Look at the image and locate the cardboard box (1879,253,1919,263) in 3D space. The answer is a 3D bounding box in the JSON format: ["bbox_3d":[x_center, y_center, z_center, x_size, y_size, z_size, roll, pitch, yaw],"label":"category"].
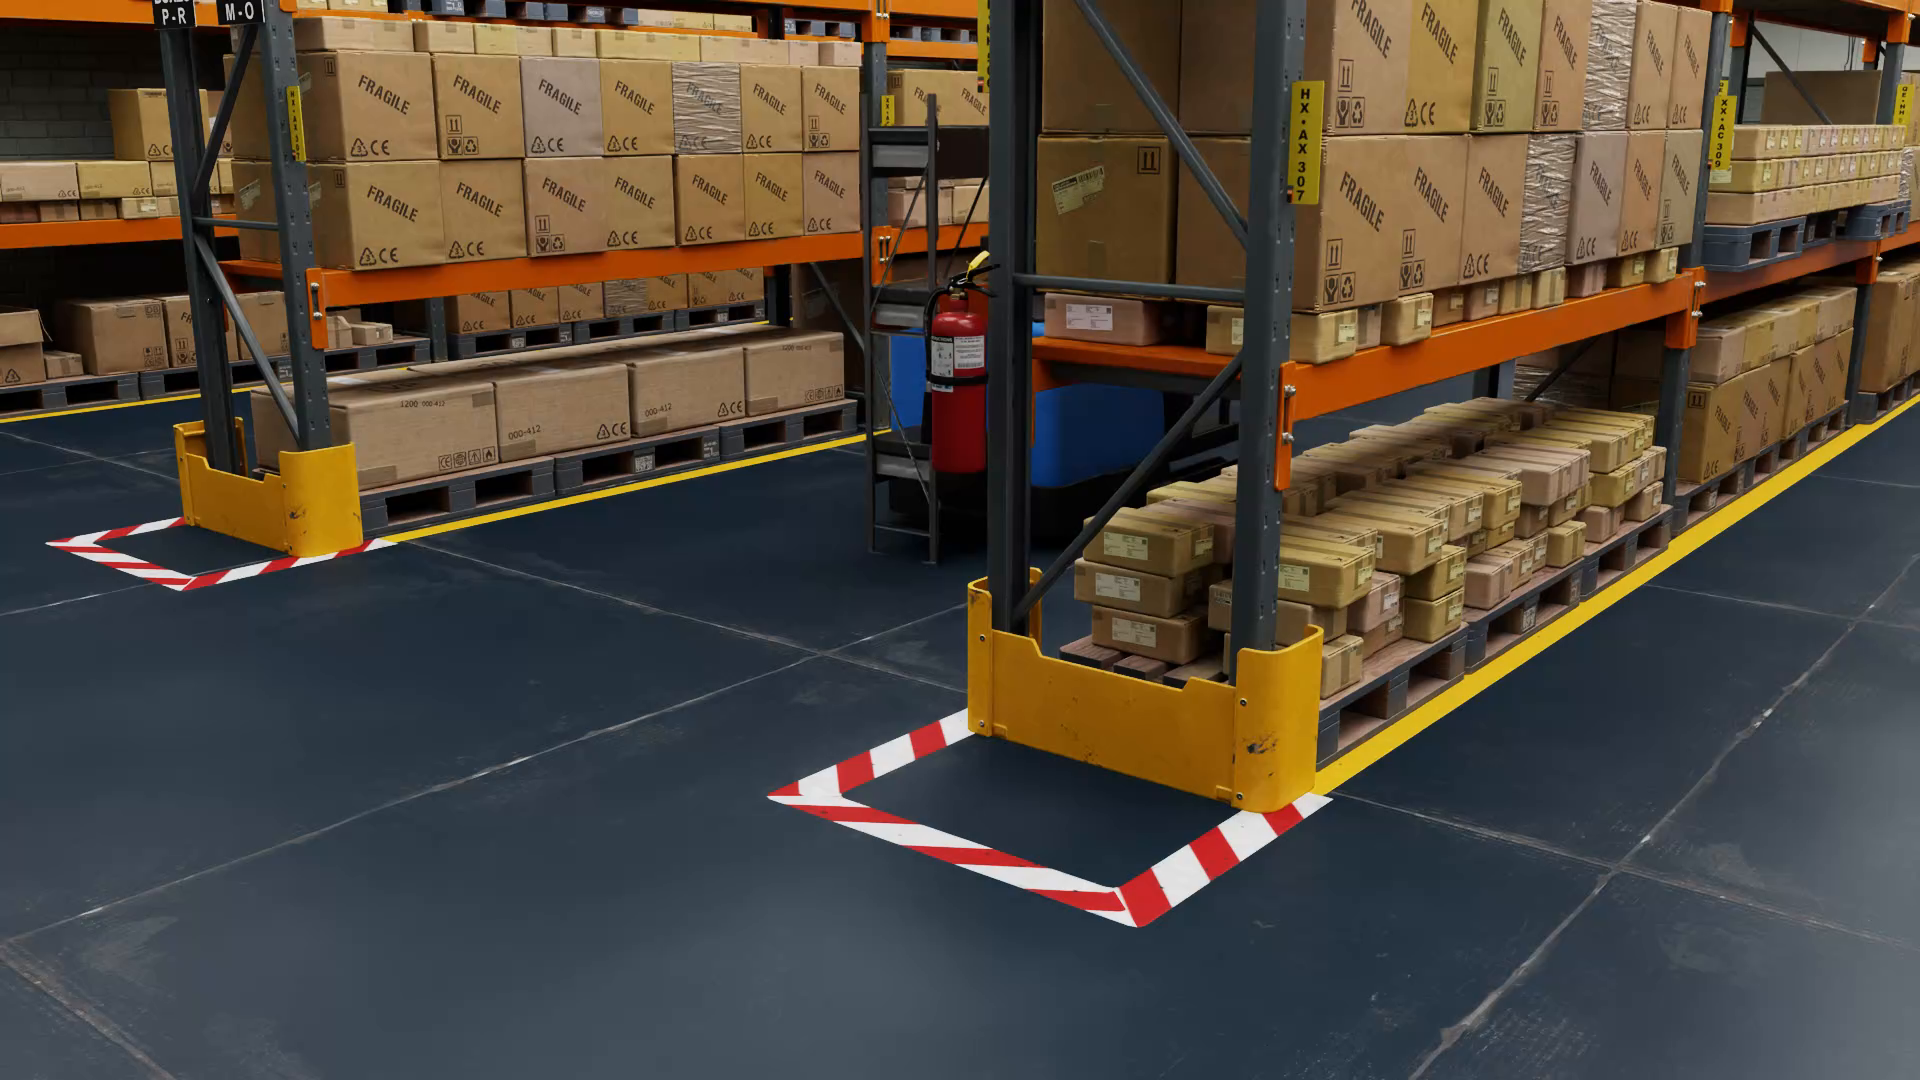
[{"bbox_3d":[7.127,-1.839,12.986,1.050,0.750,0.750,11,18,38],"label":"cardboard box"}]

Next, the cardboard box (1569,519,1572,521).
[{"bbox_3d":[2.442,-0.076,7.266,0.380,0.149,0.250,11,18,36],"label":"cardboard box"}]

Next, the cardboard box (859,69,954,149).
[{"bbox_3d":[-0.385,-2.830,10.938,0.500,0.500,0.500,12,18,38],"label":"cardboard box"}]

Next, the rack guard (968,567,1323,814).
[{"bbox_3d":[0.562,0.452,5.327,1.175,0.500,0.348,11,18,38],"label":"rack guard"}]

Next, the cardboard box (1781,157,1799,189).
[{"bbox_3d":[3.957,-1.840,8.328,0.380,0.149,0.250,12,18,39],"label":"cardboard box"}]

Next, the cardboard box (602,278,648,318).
[{"bbox_3d":[-3.295,-2.371,15.589,0.500,0.500,0.500,10,18,36],"label":"cardboard box"}]

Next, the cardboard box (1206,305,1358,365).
[{"bbox_3d":[0.973,-0.634,5.037,0.380,0.149,0.250,11,18,37],"label":"cardboard box"}]

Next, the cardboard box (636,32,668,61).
[{"bbox_3d":[-1.827,-2.712,9.156,0.380,0.149,0.250,11,18,38],"label":"cardboard box"}]

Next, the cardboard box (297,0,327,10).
[{"bbox_3d":[-5.077,-4.146,12.768,0.380,0.149,0.250,12,19,39],"label":"cardboard box"}]

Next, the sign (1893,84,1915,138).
[{"bbox_3d":[5.970,-2.717,10.537,0.100,0.325,0.005,11,18,38],"label":"sign"}]

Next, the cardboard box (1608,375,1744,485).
[{"bbox_3d":[3.699,-0.603,8.629,0.500,0.500,0.500,12,19,40],"label":"cardboard box"}]

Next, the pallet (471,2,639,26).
[{"bbox_3d":[-3.635,-4.701,14.824,1.213,0.211,1.003,11,18,38],"label":"pallet"}]

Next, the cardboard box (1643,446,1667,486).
[{"bbox_3d":[3.077,-0.367,7.809,0.380,0.149,0.250,12,18,39],"label":"cardboard box"}]

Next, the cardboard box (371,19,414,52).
[{"bbox_3d":[-2.852,-2.425,8.026,0.380,0.149,0.250,12,18,39],"label":"cardboard box"}]

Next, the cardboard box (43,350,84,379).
[{"bbox_3d":[-6.507,-1.258,11.921,0.380,0.149,0.250,10,18,35],"label":"cardboard box"}]

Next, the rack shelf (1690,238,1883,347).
[{"bbox_3d":[4.285,-1.545,9.574,1.077,0.370,4.000,11,18,38],"label":"rack shelf"}]

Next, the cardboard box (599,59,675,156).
[{"bbox_3d":[-1.927,-2.368,9.117,0.500,0.500,0.500,11,18,38],"label":"cardboard box"}]

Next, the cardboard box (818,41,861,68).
[{"bbox_3d":[-0.832,-2.997,10.275,0.380,0.149,0.250,11,18,36],"label":"cardboard box"}]

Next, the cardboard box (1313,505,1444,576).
[{"bbox_3d":[1.445,-0.002,5.769,0.380,0.149,0.250,11,18,37],"label":"cardboard box"}]

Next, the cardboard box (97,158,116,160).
[{"bbox_3d":[-6.211,-2.752,12.565,0.500,0.250,0.500,11,18,37],"label":"cardboard box"}]

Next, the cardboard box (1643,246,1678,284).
[{"bbox_3d":[2.954,-1.232,7.390,0.380,0.149,0.250,11,18,36],"label":"cardboard box"}]

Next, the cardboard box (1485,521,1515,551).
[{"bbox_3d":[1.998,-0.082,6.686,0.380,0.149,0.250,12,19,40],"label":"cardboard box"}]

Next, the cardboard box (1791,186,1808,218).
[{"bbox_3d":[4.122,-1.746,8.561,0.380,0.149,0.250,11,18,38],"label":"cardboard box"}]

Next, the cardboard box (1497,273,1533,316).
[{"bbox_3d":[1.913,-0.941,6.244,0.380,0.149,0.250,12,19,40],"label":"cardboard box"}]

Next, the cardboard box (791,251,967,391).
[{"bbox_3d":[-0.558,-1.562,11.643,0.875,0.875,0.875,12,19,39],"label":"cardboard box"}]

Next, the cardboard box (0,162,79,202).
[{"bbox_3d":[-6.451,-2.472,11.462,0.500,0.250,0.500,12,18,38],"label":"cardboard box"}]

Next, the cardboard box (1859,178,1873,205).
[{"bbox_3d":[5.111,-2.049,9.754,0.380,0.149,0.250,11,18,37],"label":"cardboard box"}]

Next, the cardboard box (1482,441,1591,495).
[{"bbox_3d":[2.404,-0.305,6.959,0.380,0.149,0.250,10,17,35],"label":"cardboard box"}]

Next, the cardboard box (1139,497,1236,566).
[{"bbox_3d":[0.852,-0.035,5.896,0.380,0.149,0.250,12,18,39],"label":"cardboard box"}]

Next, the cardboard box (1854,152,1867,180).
[{"bbox_3d":[4.940,-2.140,9.509,0.380,0.149,0.250,11,18,37],"label":"cardboard box"}]

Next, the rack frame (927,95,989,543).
[{"bbox_3d":[0.013,-1.023,7.886,0.400,2.100,0.015,10,17,34],"label":"rack frame"}]

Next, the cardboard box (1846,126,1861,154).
[{"bbox_3d":[4.776,-2.235,9.277,0.380,0.149,0.250,12,19,40],"label":"cardboard box"}]

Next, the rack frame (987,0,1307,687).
[{"bbox_3d":[0.514,-0.745,4.962,1.000,3.000,0.127,11,18,38],"label":"rack frame"}]

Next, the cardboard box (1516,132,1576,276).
[{"bbox_3d":[1.961,-1.277,6.252,0.500,0.500,0.500,11,18,36],"label":"cardboard box"}]

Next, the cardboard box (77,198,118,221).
[{"bbox_3d":[-6.212,-2.360,11.830,0.380,0.149,0.250,12,18,38],"label":"cardboard box"}]

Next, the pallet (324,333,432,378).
[{"bbox_3d":[-5.181,-1.542,13.764,1.003,0.211,1.213,11,18,38],"label":"pallet"}]

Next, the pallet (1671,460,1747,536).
[{"bbox_3d":[3.516,-0.308,8.909,1.003,0.211,1.213,11,18,38],"label":"pallet"}]

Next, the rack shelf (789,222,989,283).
[{"bbox_3d":[0.371,-2.292,12.513,1.077,0.370,4.000,11,18,38],"label":"rack shelf"}]

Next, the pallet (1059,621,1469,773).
[{"bbox_3d":[1.100,0.442,5.953,1.003,0.211,1.213,11,18,38],"label":"pallet"}]

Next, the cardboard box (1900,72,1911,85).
[{"bbox_3d":[6.149,-2.991,11.572,0.700,0.500,0.500,11,18,37],"label":"cardboard box"}]

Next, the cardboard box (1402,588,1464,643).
[{"bbox_3d":[1.590,0.239,6.026,0.380,0.149,0.250,12,18,38],"label":"cardboard box"}]

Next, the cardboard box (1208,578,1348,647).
[{"bbox_3d":[1.043,0.229,5.463,0.380,0.149,0.250,12,19,40],"label":"cardboard box"}]

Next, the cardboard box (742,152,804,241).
[{"bbox_3d":[-1.297,-2.078,10.008,0.500,0.500,0.500,11,18,36],"label":"cardboard box"}]

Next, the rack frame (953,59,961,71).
[{"bbox_3d":[0.279,-4.557,19.968,1.000,3.000,0.127,11,18,38],"label":"rack frame"}]

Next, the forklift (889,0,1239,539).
[{"bbox_3d":[0.905,-1.732,8.989,1.130,2.935,3.031,10,17,34],"label":"forklift"}]

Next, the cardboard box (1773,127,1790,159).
[{"bbox_3d":[3.804,-1.939,8.114,0.380,0.149,0.250,12,18,39],"label":"cardboard box"}]

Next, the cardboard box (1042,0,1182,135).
[{"bbox_3d":[0.608,-1.548,5.286,0.500,0.500,0.500,11,18,36],"label":"cardboard box"}]

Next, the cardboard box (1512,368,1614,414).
[{"bbox_3d":[3.297,-0.683,8.945,0.500,0.500,0.500,11,18,36],"label":"cardboard box"}]

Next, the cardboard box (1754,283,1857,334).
[{"bbox_3d":[5.316,-1.461,10.481,0.500,0.250,0.500,11,18,36],"label":"cardboard box"}]

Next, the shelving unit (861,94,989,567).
[{"bbox_3d":[-0.128,-0.974,7.693,0.431,2.100,0.503,10,17,34],"label":"shelving unit"}]

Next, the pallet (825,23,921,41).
[{"bbox_3d":[-1.177,-5.512,18.018,1.003,0.211,1.213,12,19,40],"label":"pallet"}]

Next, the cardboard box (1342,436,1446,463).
[{"bbox_3d":[1.834,-0.333,7.069,0.380,0.149,0.250,10,18,35],"label":"cardboard box"}]

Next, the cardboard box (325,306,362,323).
[{"bbox_3d":[-5.348,-1.835,13.863,0.500,0.311,0.500,12,19,39],"label":"cardboard box"}]

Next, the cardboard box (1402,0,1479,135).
[{"bbox_3d":[1.315,-1.564,5.351,0.500,0.500,0.500,12,19,39],"label":"cardboard box"}]
